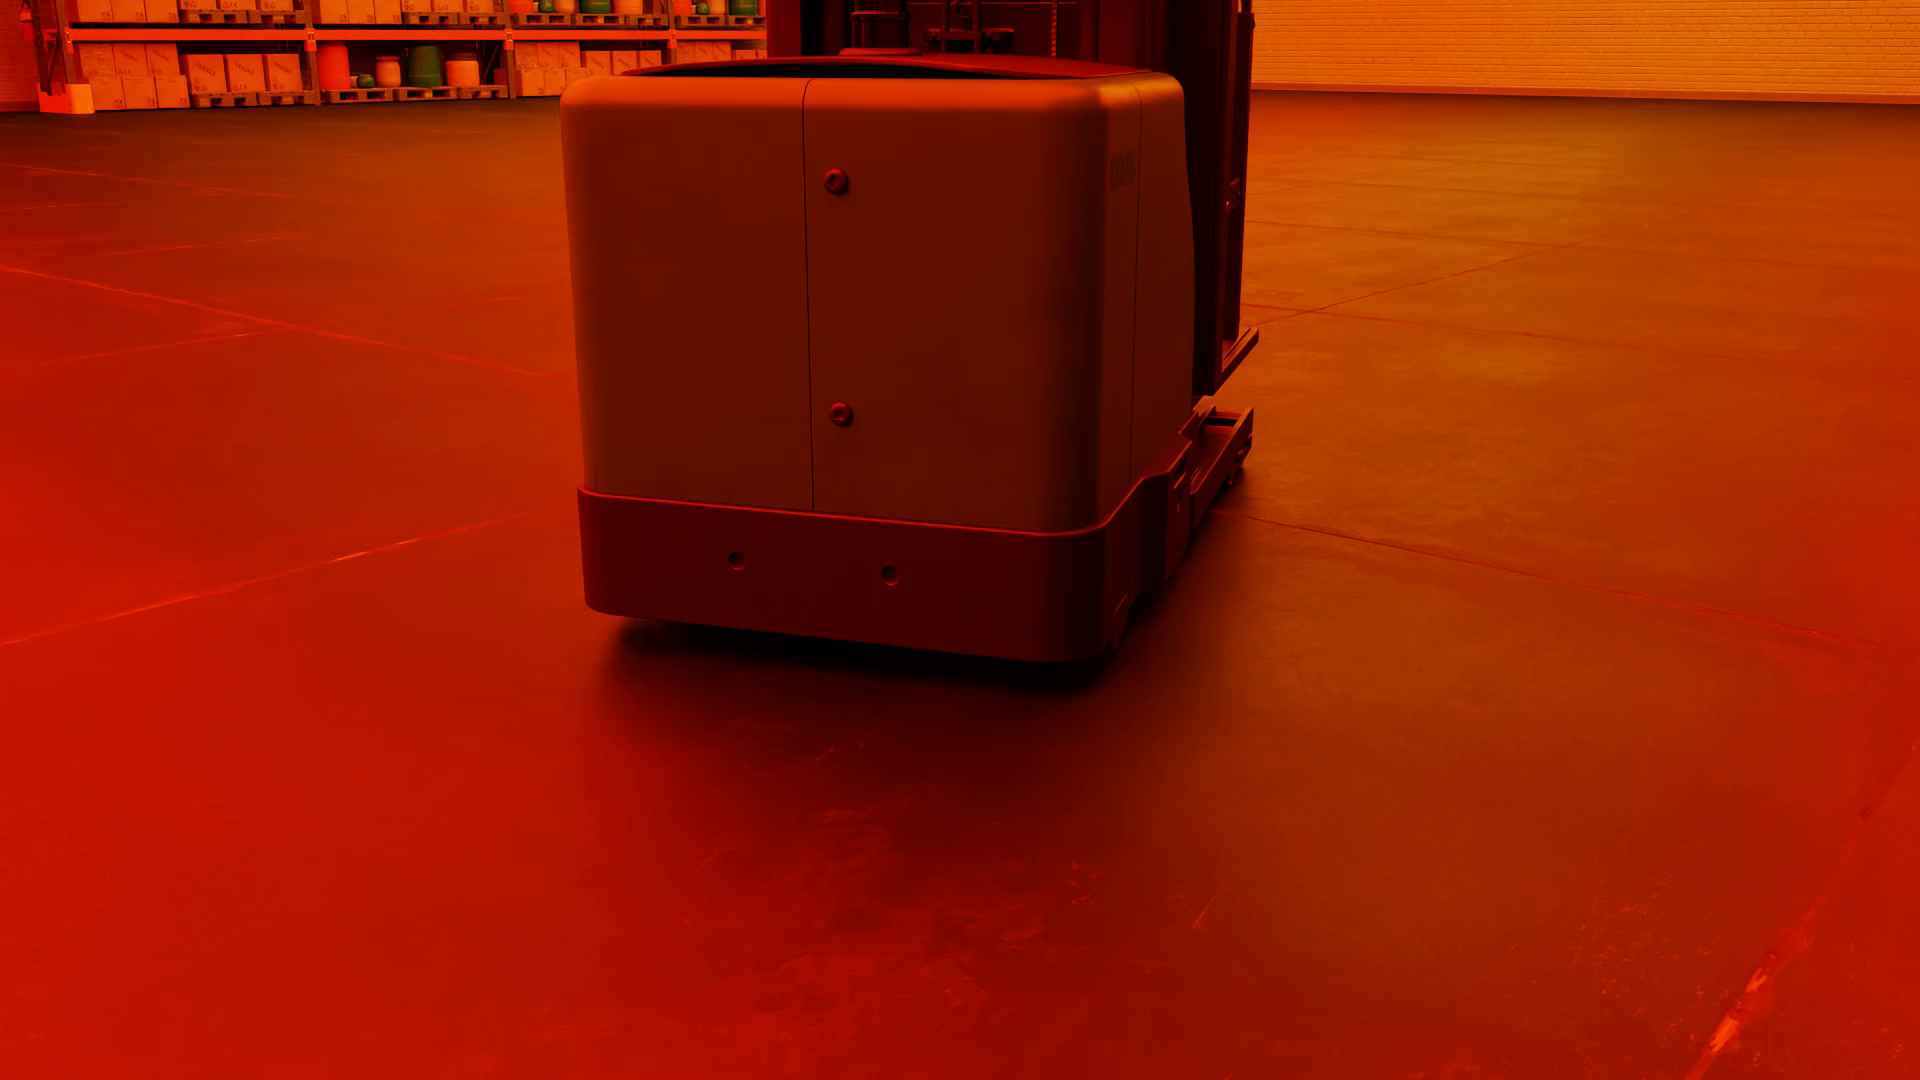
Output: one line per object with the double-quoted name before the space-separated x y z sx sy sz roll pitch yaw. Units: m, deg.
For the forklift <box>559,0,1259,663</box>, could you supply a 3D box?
"forklift" 0.182 -1.571 4.072 1.130 2.935 3.031 5 18 17
